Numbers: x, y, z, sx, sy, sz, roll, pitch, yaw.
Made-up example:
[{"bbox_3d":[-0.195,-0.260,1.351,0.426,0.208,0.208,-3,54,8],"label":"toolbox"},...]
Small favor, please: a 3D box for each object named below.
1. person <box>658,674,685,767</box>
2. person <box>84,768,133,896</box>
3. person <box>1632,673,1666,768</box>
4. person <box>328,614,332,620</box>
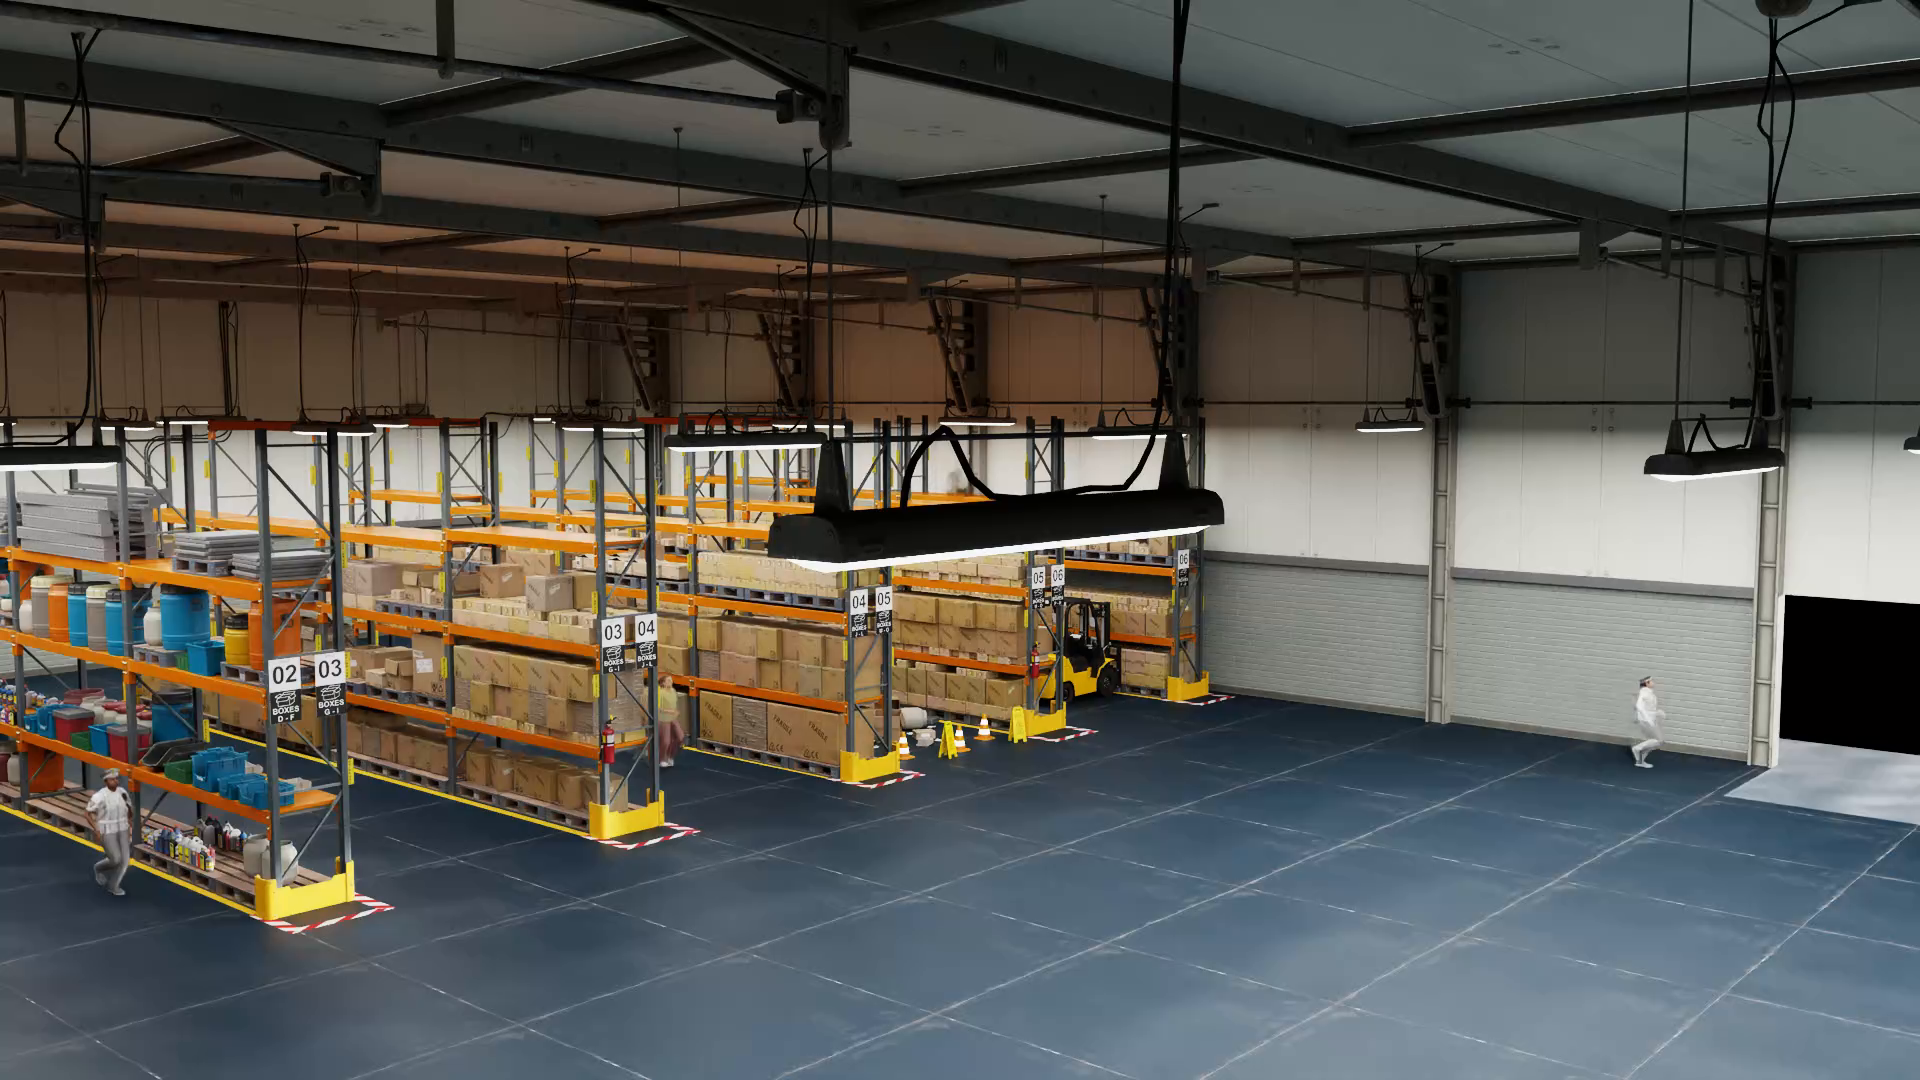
[{"bbox_3d":[-5.009,3.118,28.684,0.604,1.642,0.596,3,6,36],"label":"person"},{"bbox_3d":[-10.867,3.739,21.351,0.559,1.652,0.575,3,6,34],"label":"person"},{"bbox_3d":[11.919,3.117,28.766,0.548,1.653,0.622,1,5,17],"label":"person"},{"bbox_3d":[-13.798,2.465,36.427,0.843,1.723,0.672,4,6,42],"label":"person"}]
